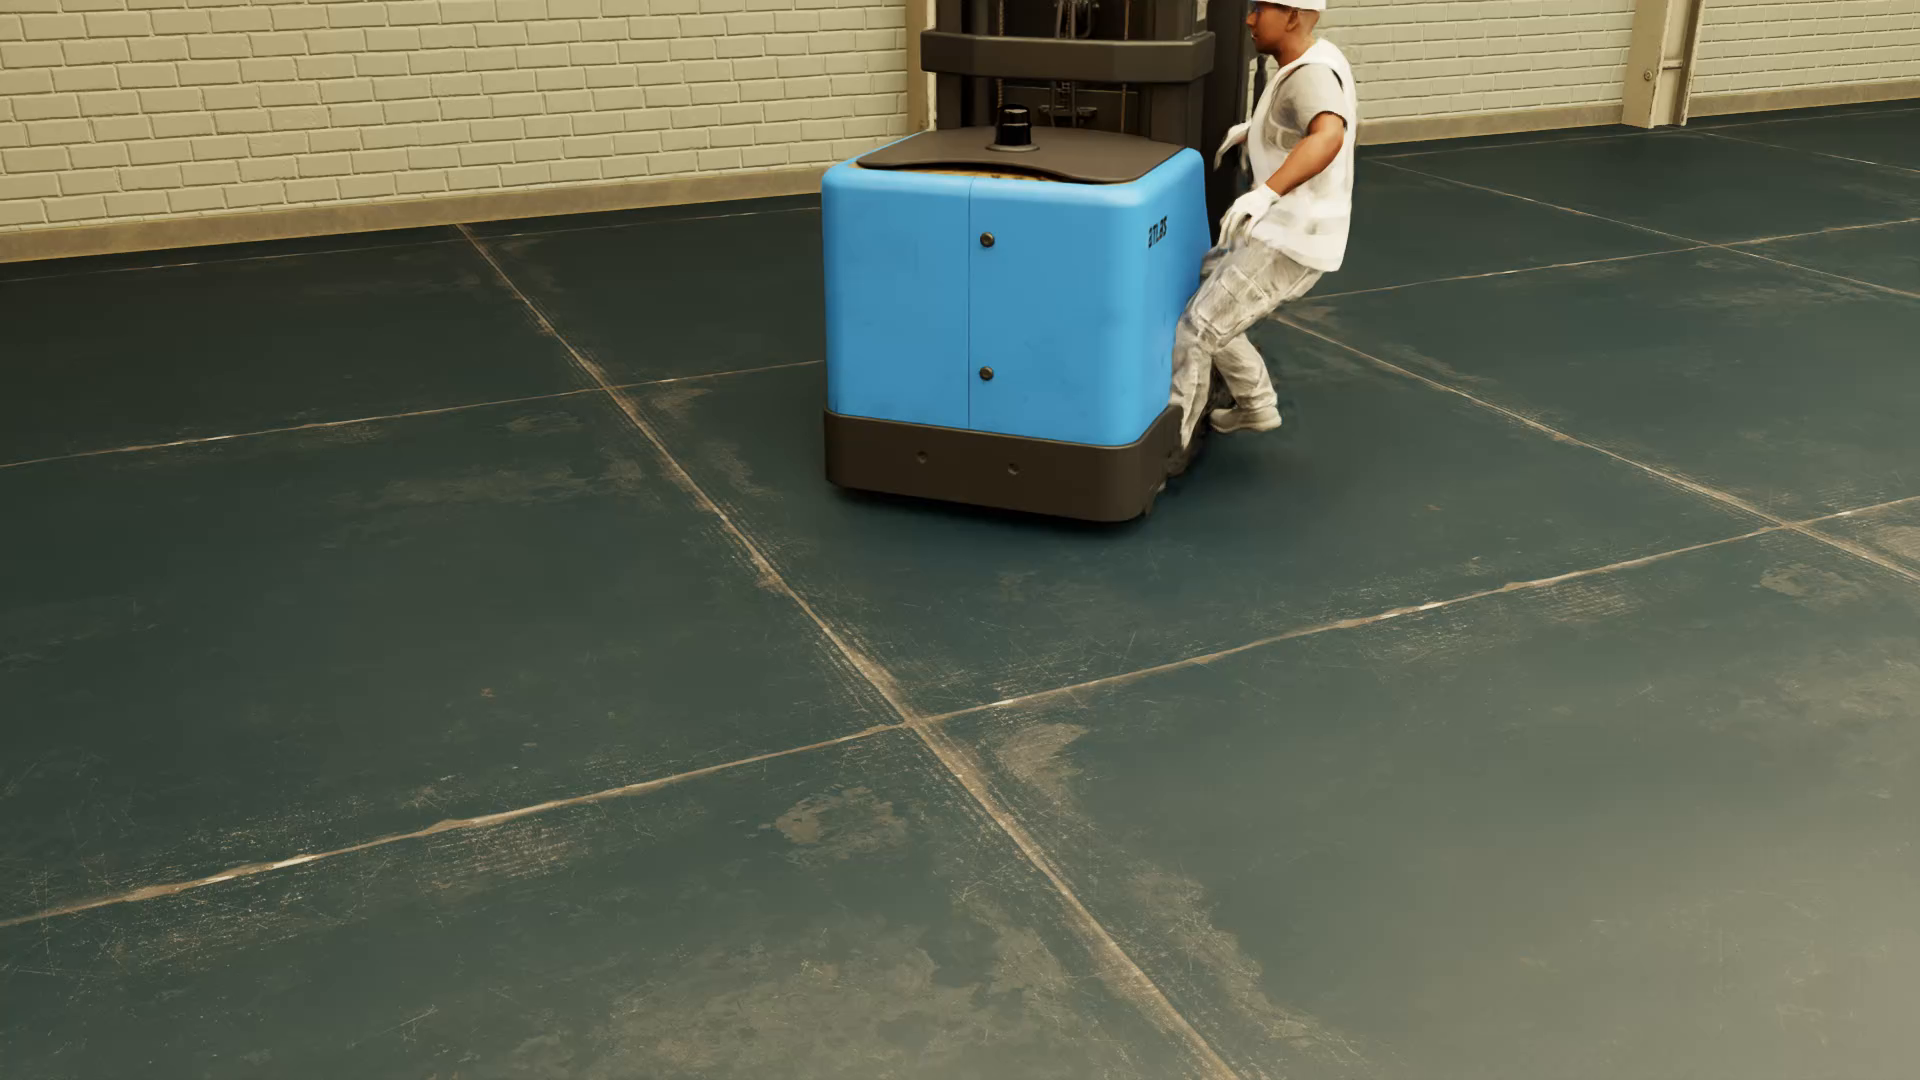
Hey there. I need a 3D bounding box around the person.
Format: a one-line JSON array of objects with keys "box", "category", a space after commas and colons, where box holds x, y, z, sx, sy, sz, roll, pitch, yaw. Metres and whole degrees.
[{"box": [0.833, -0.994, 5.342, 0.807, 1.666, 1.082, 6, 23, 14], "category": "person"}]

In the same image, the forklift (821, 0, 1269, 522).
[{"box": [0.555, -1.943, 5.963, 1.130, 2.935, 3.031, 8, 24, 19], "category": "forklift"}]
